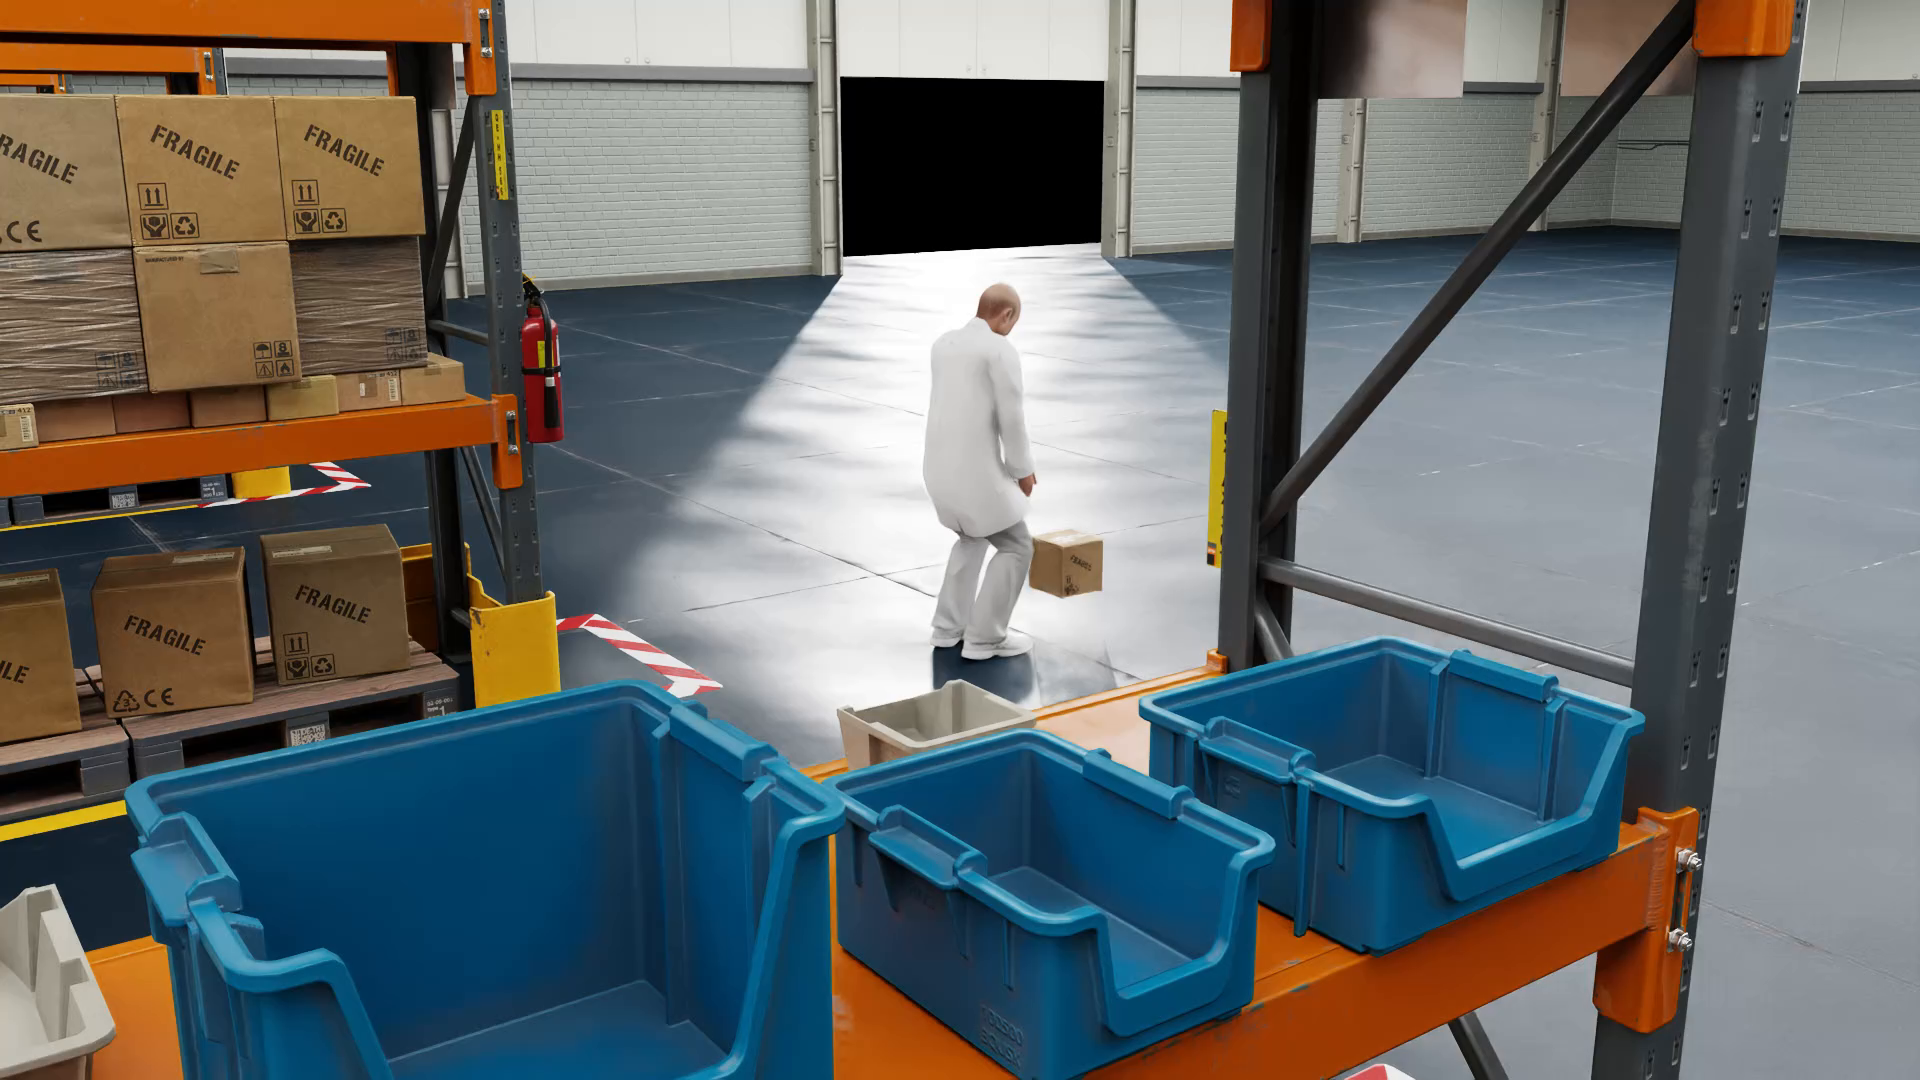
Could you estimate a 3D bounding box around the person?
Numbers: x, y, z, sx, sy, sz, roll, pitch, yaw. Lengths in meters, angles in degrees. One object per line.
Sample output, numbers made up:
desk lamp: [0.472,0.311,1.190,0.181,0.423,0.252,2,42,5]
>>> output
person: [0.069,-0.308,7.510,0.496,1.662,0.607,-10,17,-33]
